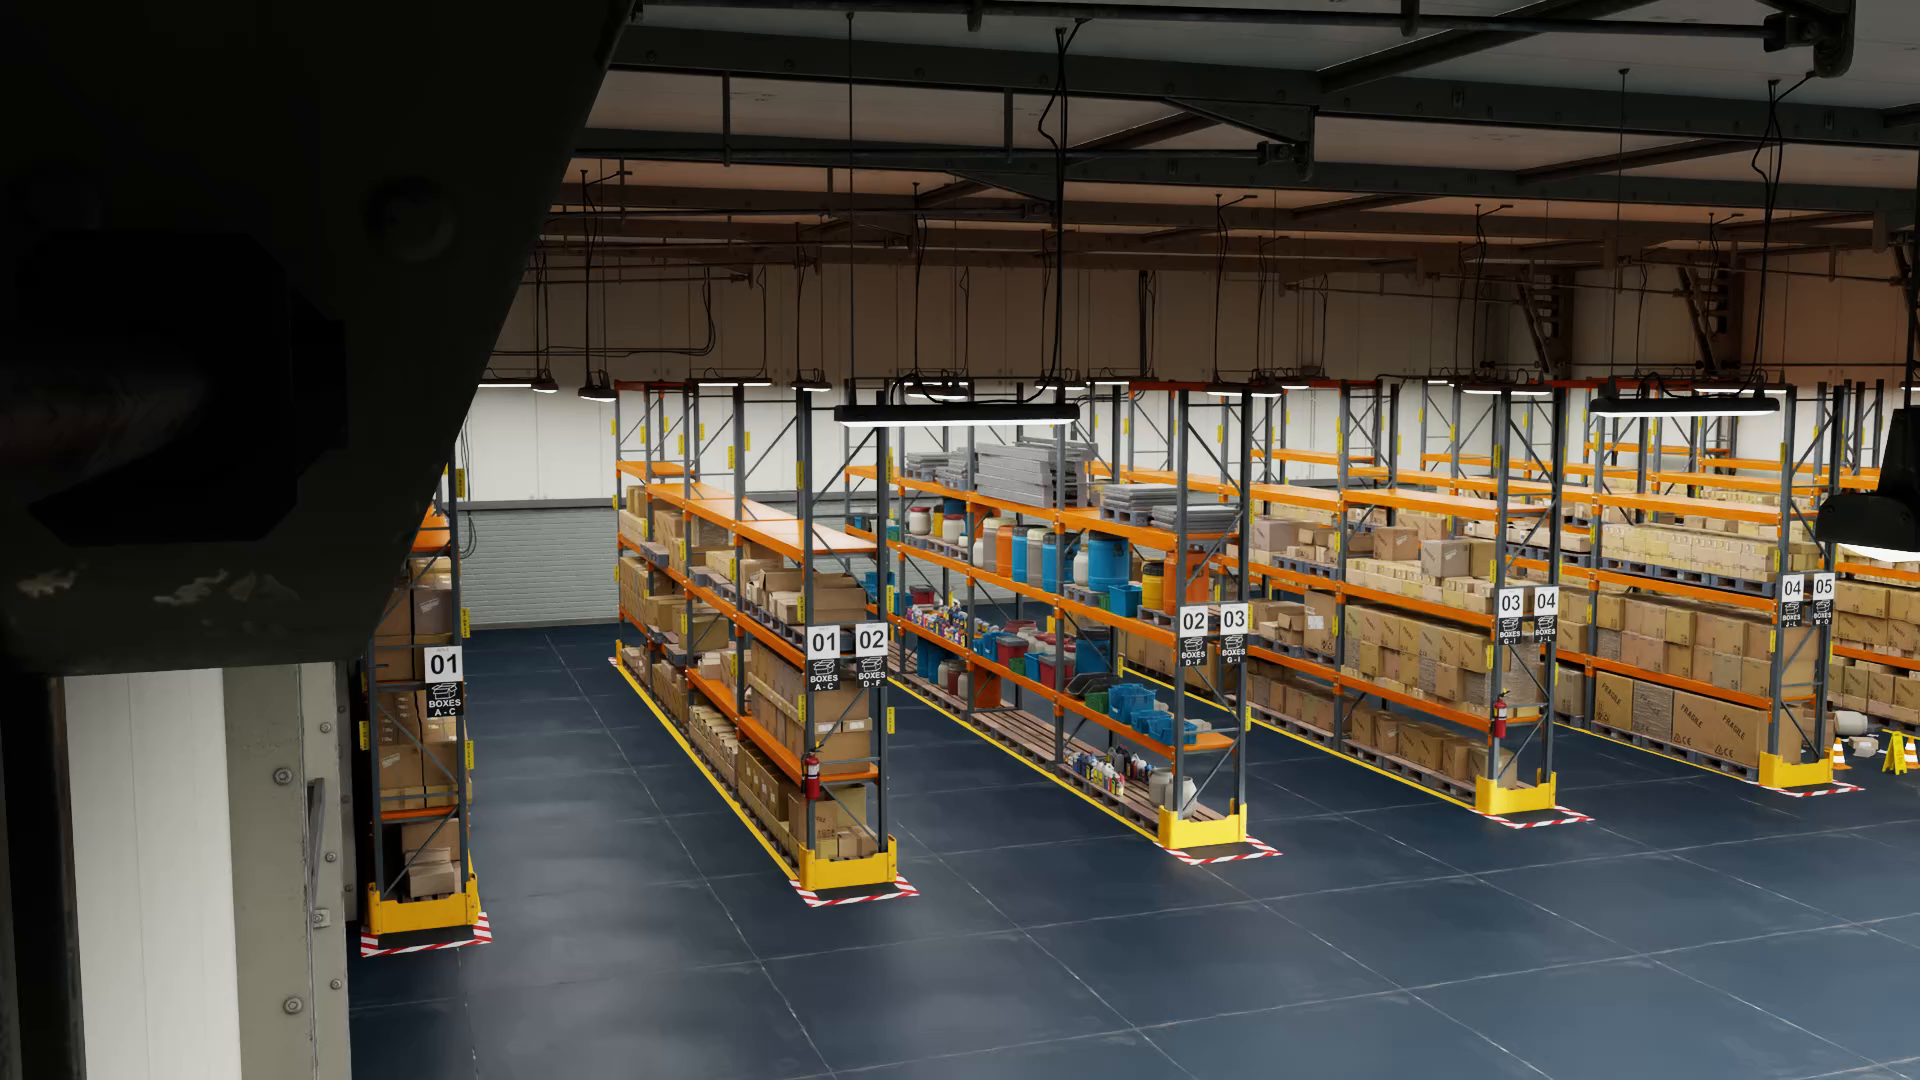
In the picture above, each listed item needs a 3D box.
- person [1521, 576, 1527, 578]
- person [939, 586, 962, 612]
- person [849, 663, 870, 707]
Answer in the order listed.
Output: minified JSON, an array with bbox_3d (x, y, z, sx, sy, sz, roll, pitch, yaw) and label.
[{"bbox_3d":[12.349,1.664,36.278,0.523,1.758,0.567,-5,8,-41],"label":"person"},{"bbox_3d":[-0.180,1.776,35.185,0.504,1.624,1.051,-3,7,-28],"label":"person"},{"bbox_3d":[-1.789,2.305,30.659,0.434,1.538,0.967,-4,7,-33],"label":"person"}]
